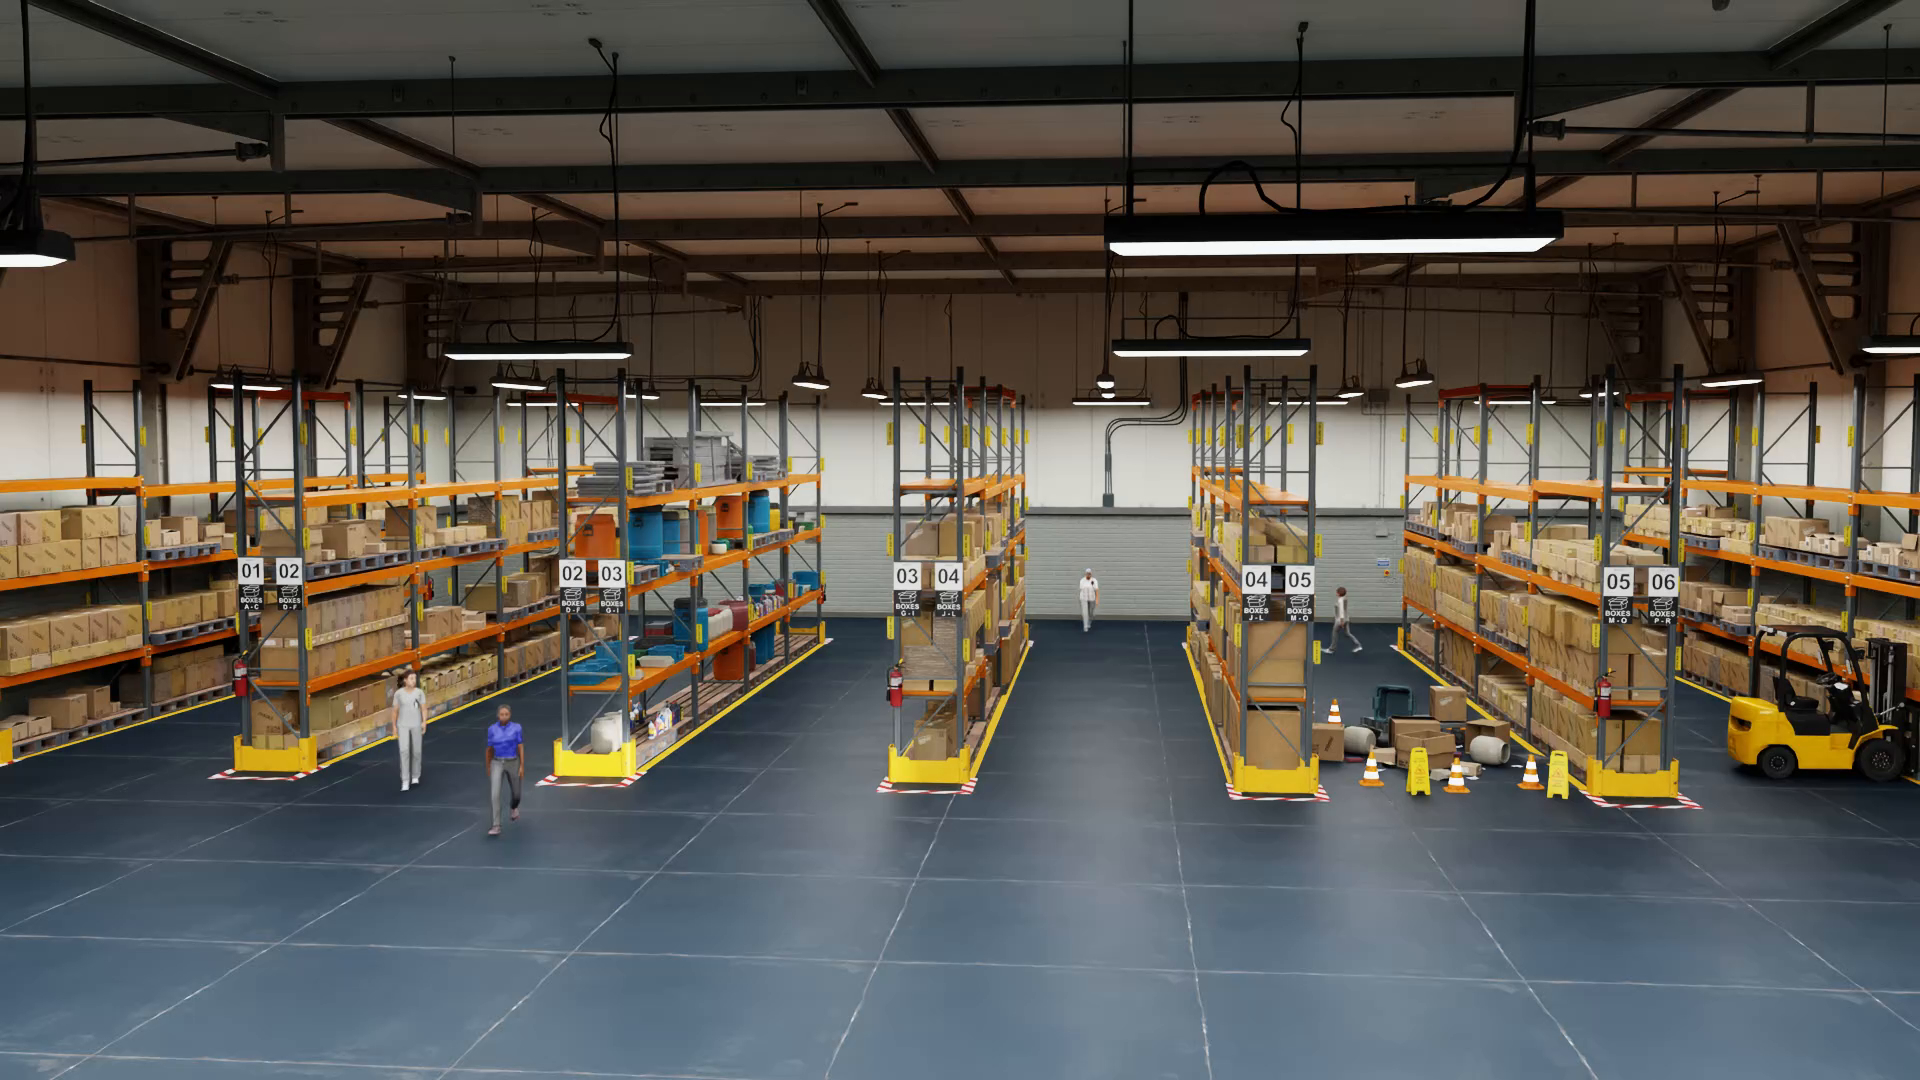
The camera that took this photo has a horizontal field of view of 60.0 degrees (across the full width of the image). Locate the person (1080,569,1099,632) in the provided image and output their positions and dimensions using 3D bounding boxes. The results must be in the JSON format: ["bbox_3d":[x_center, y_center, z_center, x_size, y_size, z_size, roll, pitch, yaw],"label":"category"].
[{"bbox_3d":[3.321,1.533,42.765,0.486,1.600,1.064,0,4,-4],"label":"person"}]

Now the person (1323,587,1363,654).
[{"bbox_3d":[8.783,1.852,38.138,0.927,1.564,0.424,2,4,35],"label":"person"}]

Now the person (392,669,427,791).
[{"bbox_3d":[-7.840,2.706,23.766,0.470,1.663,0.759,-2,4,-26],"label":"person"}]

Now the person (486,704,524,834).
[{"bbox_3d":[-5.791,2.873,21.167,0.479,1.612,0.927,-1,4,-13],"label":"person"}]
